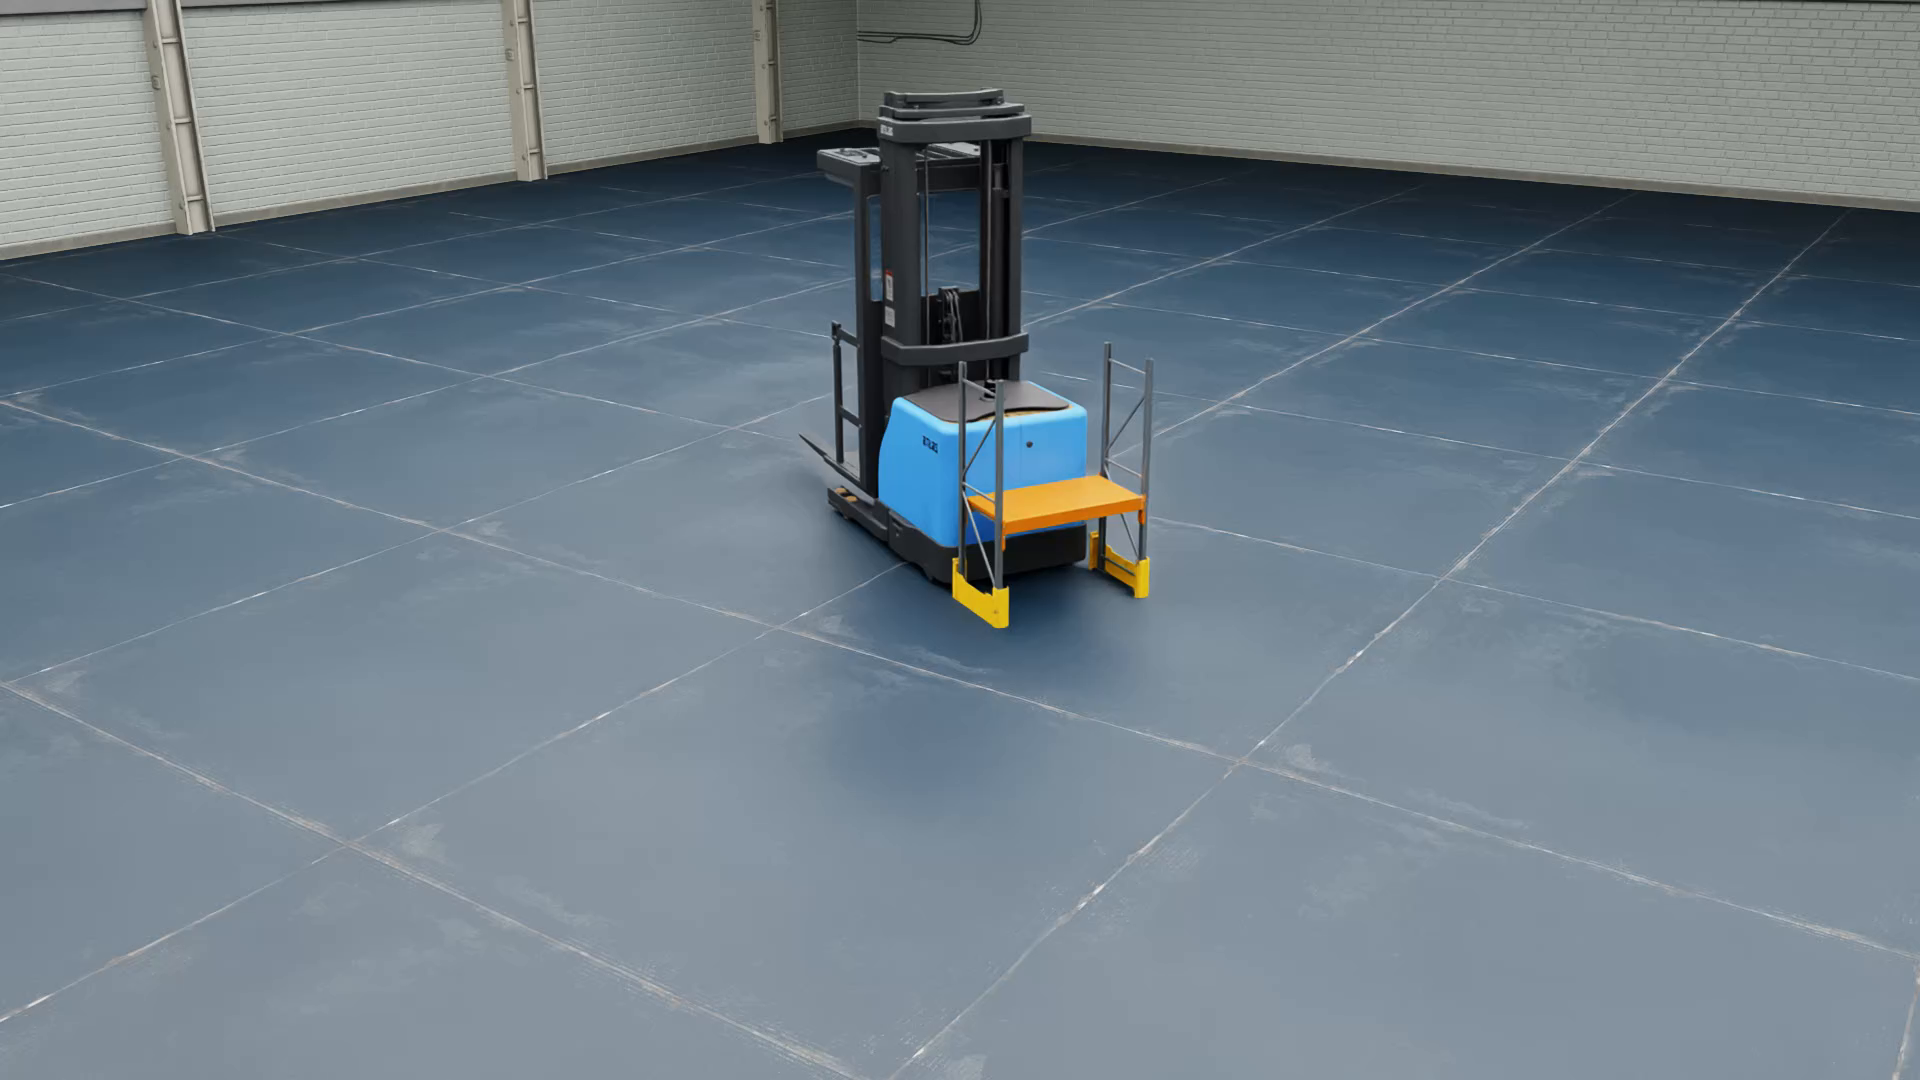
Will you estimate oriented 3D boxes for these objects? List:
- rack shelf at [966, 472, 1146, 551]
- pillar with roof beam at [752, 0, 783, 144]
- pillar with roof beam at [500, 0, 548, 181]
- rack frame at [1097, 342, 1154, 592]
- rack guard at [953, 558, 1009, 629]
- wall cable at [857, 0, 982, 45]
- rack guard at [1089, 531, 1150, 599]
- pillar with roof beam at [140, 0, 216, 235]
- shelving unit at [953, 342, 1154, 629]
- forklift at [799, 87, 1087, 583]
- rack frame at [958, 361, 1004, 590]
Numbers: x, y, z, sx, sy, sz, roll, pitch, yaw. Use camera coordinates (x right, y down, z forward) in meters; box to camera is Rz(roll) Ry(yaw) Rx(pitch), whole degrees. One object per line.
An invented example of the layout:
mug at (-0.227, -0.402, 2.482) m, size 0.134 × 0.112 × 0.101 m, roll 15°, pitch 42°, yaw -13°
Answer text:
rack shelf at (0.568, -0.184, 10.119) m, size 1.000 × 0.185 × 0.538 m, roll -10°, pitch 23°, yaw -26°
pillar with roof beam at (-0.074, -11.012, 28.064) m, size 9.100 × 9.000 × 0.400 m, roll 13°, pitch 24°, yaw 32°
pillar with roof beam at (-3.446, -9.290, 23.410) m, size 9.100 × 9.000 × 0.400 m, roll 13°, pitch 24°, yaw 32°
rack frame at (1.017, -0.435, 10.280) m, size 0.032 × 1.500 × 0.500 m, roll -10°, pitch 23°, yaw -26°
rack guard at (0.120, 0.316, 10.050) m, size 0.087 × 0.250 × 0.587 m, roll -10°, pitch 23°, yaw -26°
wall cable at (-0.884, -10.982, 32.460) m, size 3.097 × 2.526 × 0.112 m, roll 13°, pitch 24°, yaw 32°
rack guard at (1.000, 0.154, 10.488) m, size 0.087 × 0.250 × 0.587 m, roll -10°, pitch 23°, yaw -26°
pillar with roof beam at (-6.819, -7.569, 18.756) m, size 9.100 × 9.000 × 0.400 m, roll 13°, pitch 24°, yaw 32°
shelving unit at (0.560, -0.351, 10.052) m, size 1.083 × 1.500 × 0.587 m, roll -10°, pitch 23°, yaw -26°
forklift at (-0.283, -1.577, 11.302) m, size 1.130 × 2.935 × 3.031 m, roll -10°, pitch 22°, yaw -24°
rack frame at (0.119, -0.270, 9.832) m, size 0.032 × 1.500 × 0.500 m, roll -10°, pitch 23°, yaw -26°
